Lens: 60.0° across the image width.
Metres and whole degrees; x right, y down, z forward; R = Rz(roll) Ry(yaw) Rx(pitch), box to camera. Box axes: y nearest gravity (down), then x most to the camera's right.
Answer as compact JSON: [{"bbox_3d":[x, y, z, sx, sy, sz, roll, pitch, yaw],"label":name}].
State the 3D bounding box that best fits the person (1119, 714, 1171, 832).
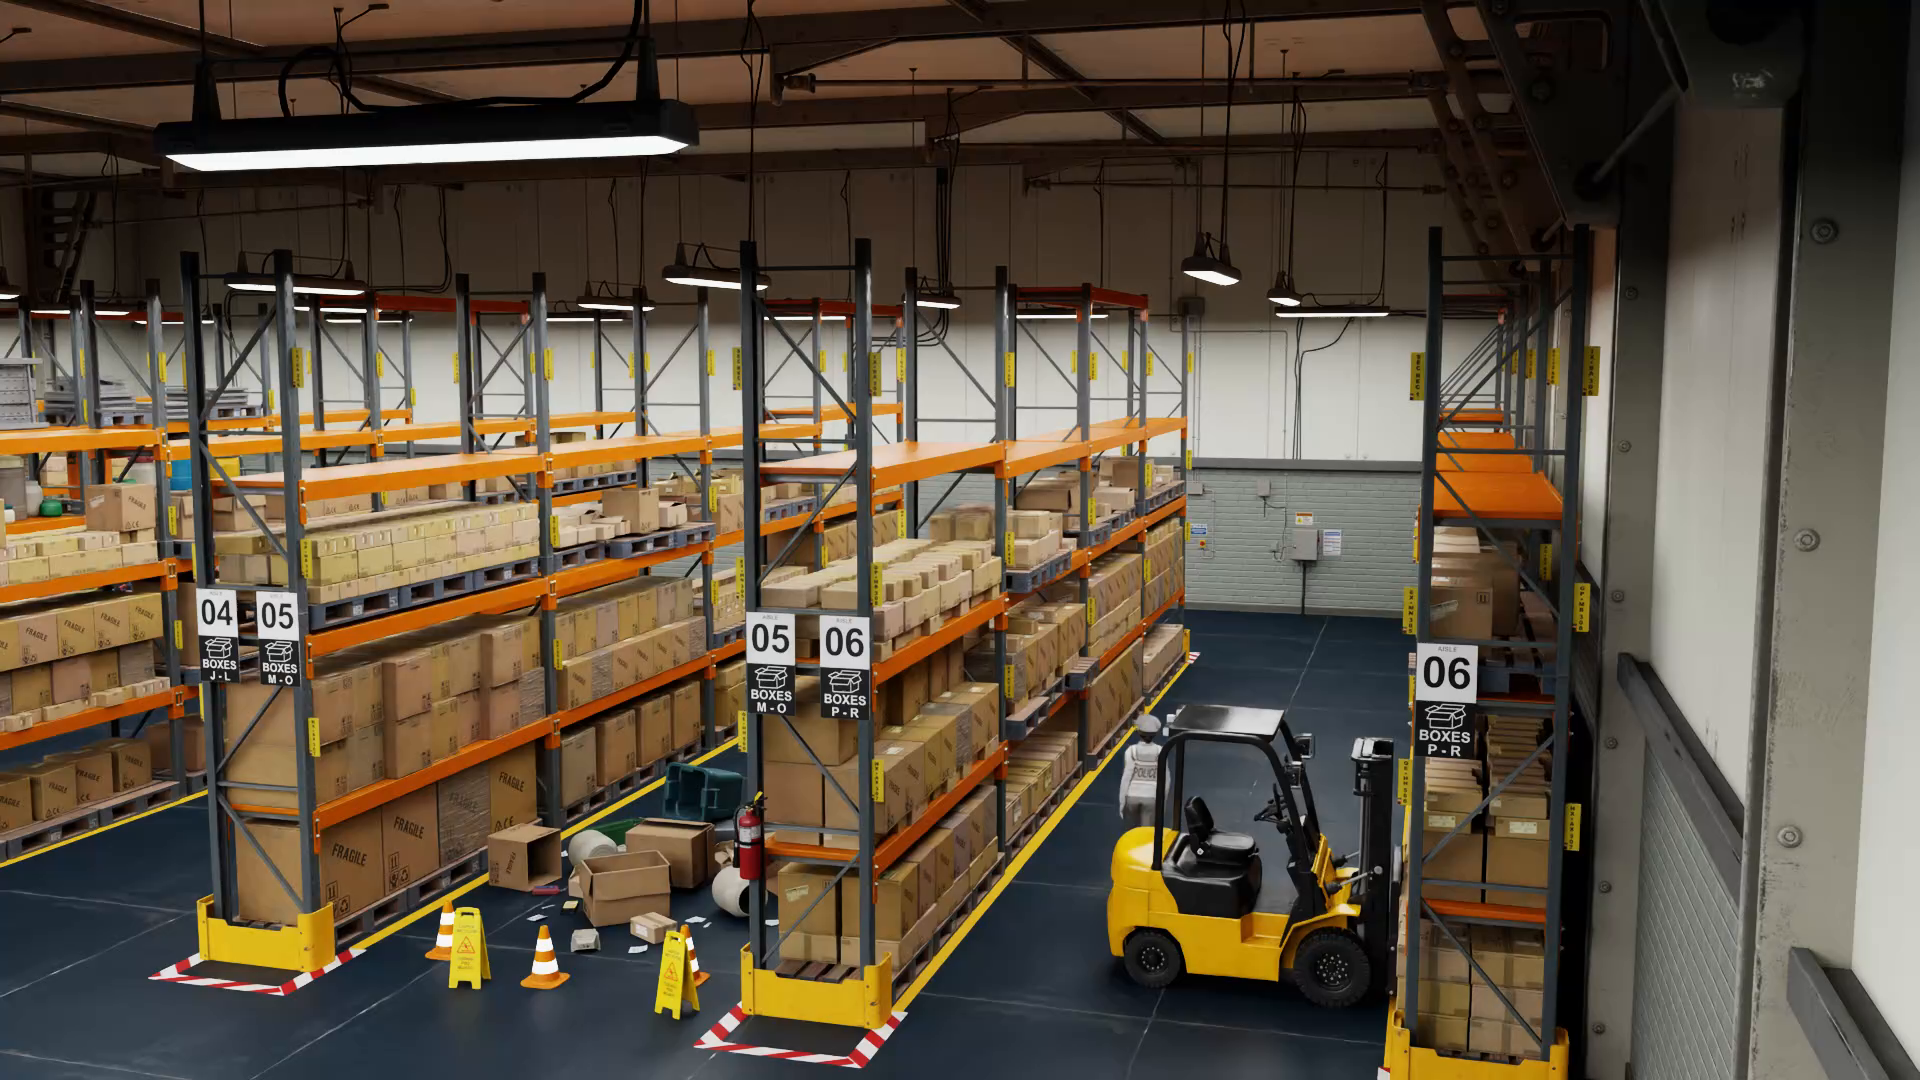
[{"bbox_3d":[1.788,2.558,16.108,0.481,1.744,0.580,1,7,12],"label":"person"}]
